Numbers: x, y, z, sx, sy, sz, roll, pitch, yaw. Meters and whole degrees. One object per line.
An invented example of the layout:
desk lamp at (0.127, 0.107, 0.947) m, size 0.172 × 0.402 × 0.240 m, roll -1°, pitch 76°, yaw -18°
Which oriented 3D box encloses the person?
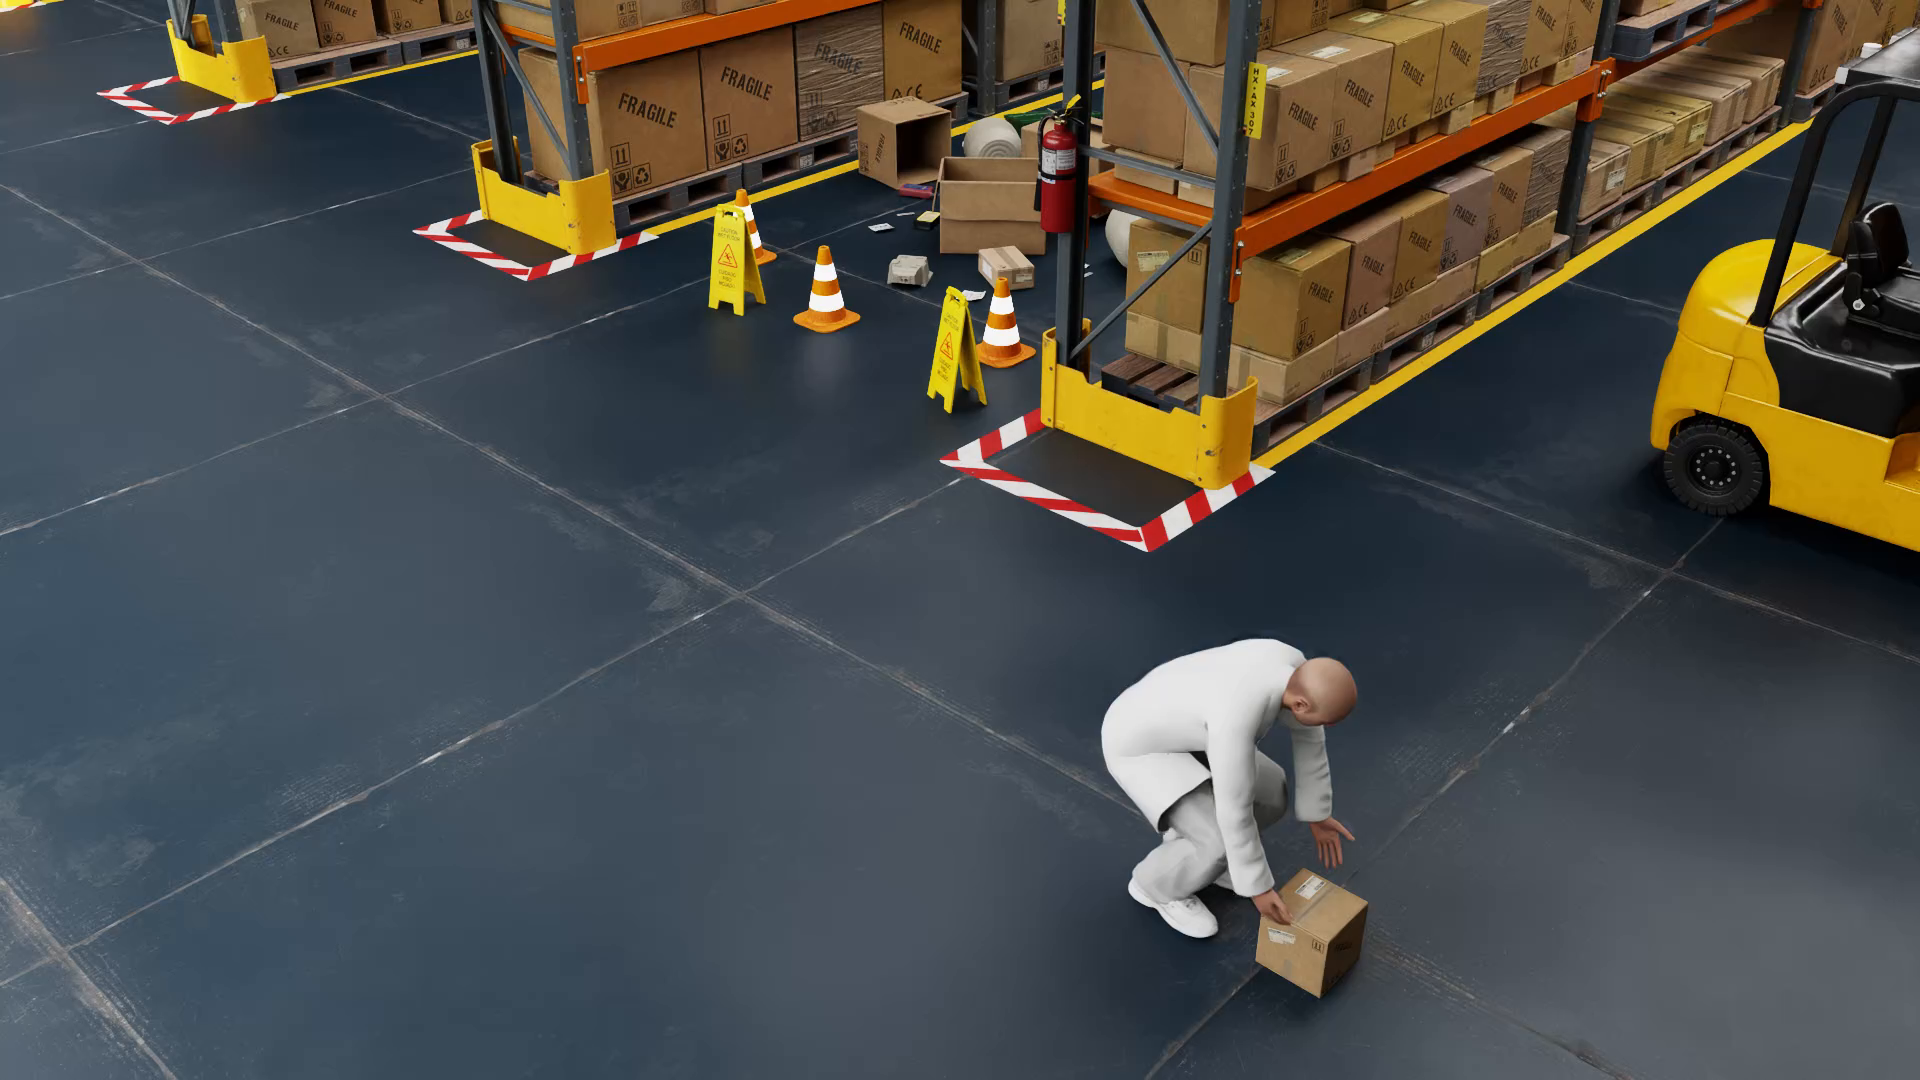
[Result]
person at (0.871, 0.762, 5.511) m, size 0.854 × 1.125 × 0.616 m, roll 25°, pitch 39°, yaw 35°
